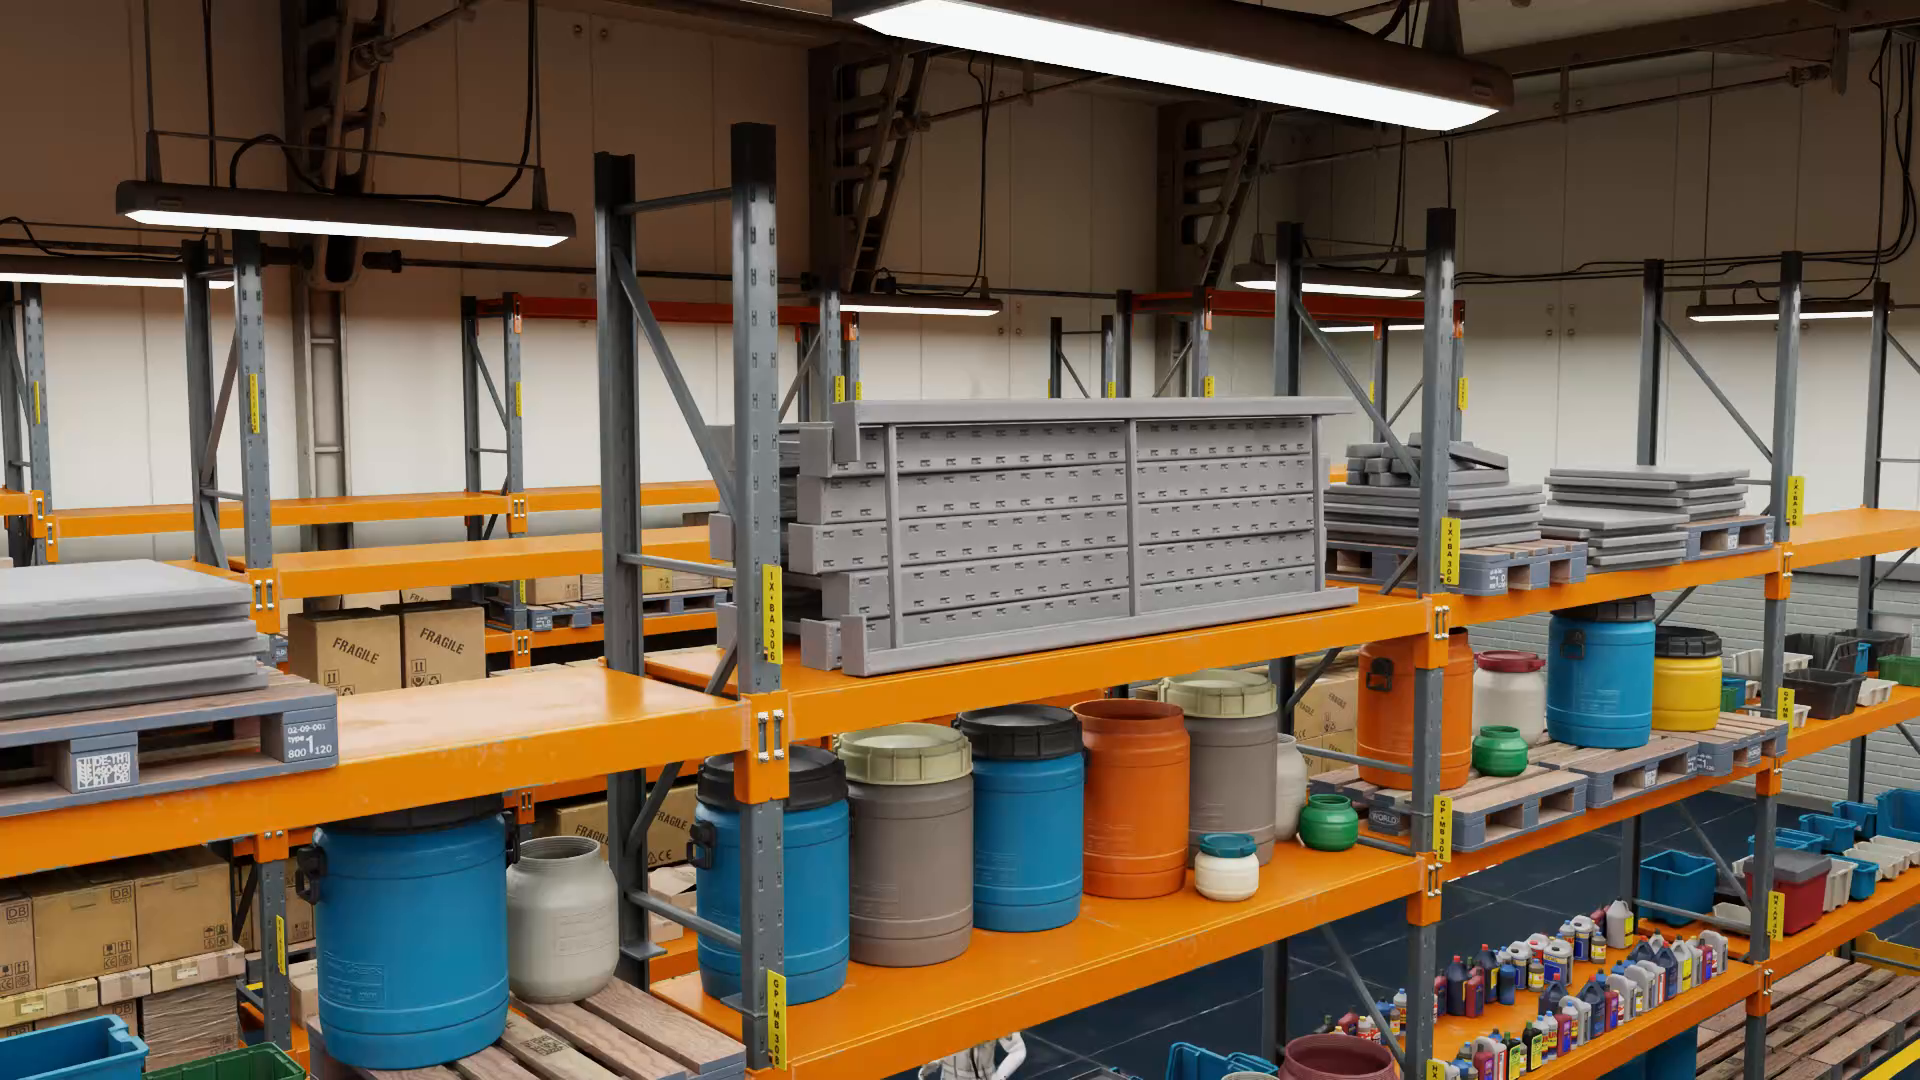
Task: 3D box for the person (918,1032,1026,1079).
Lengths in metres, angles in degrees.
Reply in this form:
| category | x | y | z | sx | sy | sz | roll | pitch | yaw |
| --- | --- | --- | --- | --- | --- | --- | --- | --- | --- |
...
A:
| category | x | y | z | sx | sy | sz | roll | pitch | yaw |
| --- | --- | --- | --- | --- | --- | --- | --- | --- | --- |
| person | 0.027 | 3.378 | 10.124 | 0.603 | 1.654 | 0.539 | 5 | 7 | 40 |
